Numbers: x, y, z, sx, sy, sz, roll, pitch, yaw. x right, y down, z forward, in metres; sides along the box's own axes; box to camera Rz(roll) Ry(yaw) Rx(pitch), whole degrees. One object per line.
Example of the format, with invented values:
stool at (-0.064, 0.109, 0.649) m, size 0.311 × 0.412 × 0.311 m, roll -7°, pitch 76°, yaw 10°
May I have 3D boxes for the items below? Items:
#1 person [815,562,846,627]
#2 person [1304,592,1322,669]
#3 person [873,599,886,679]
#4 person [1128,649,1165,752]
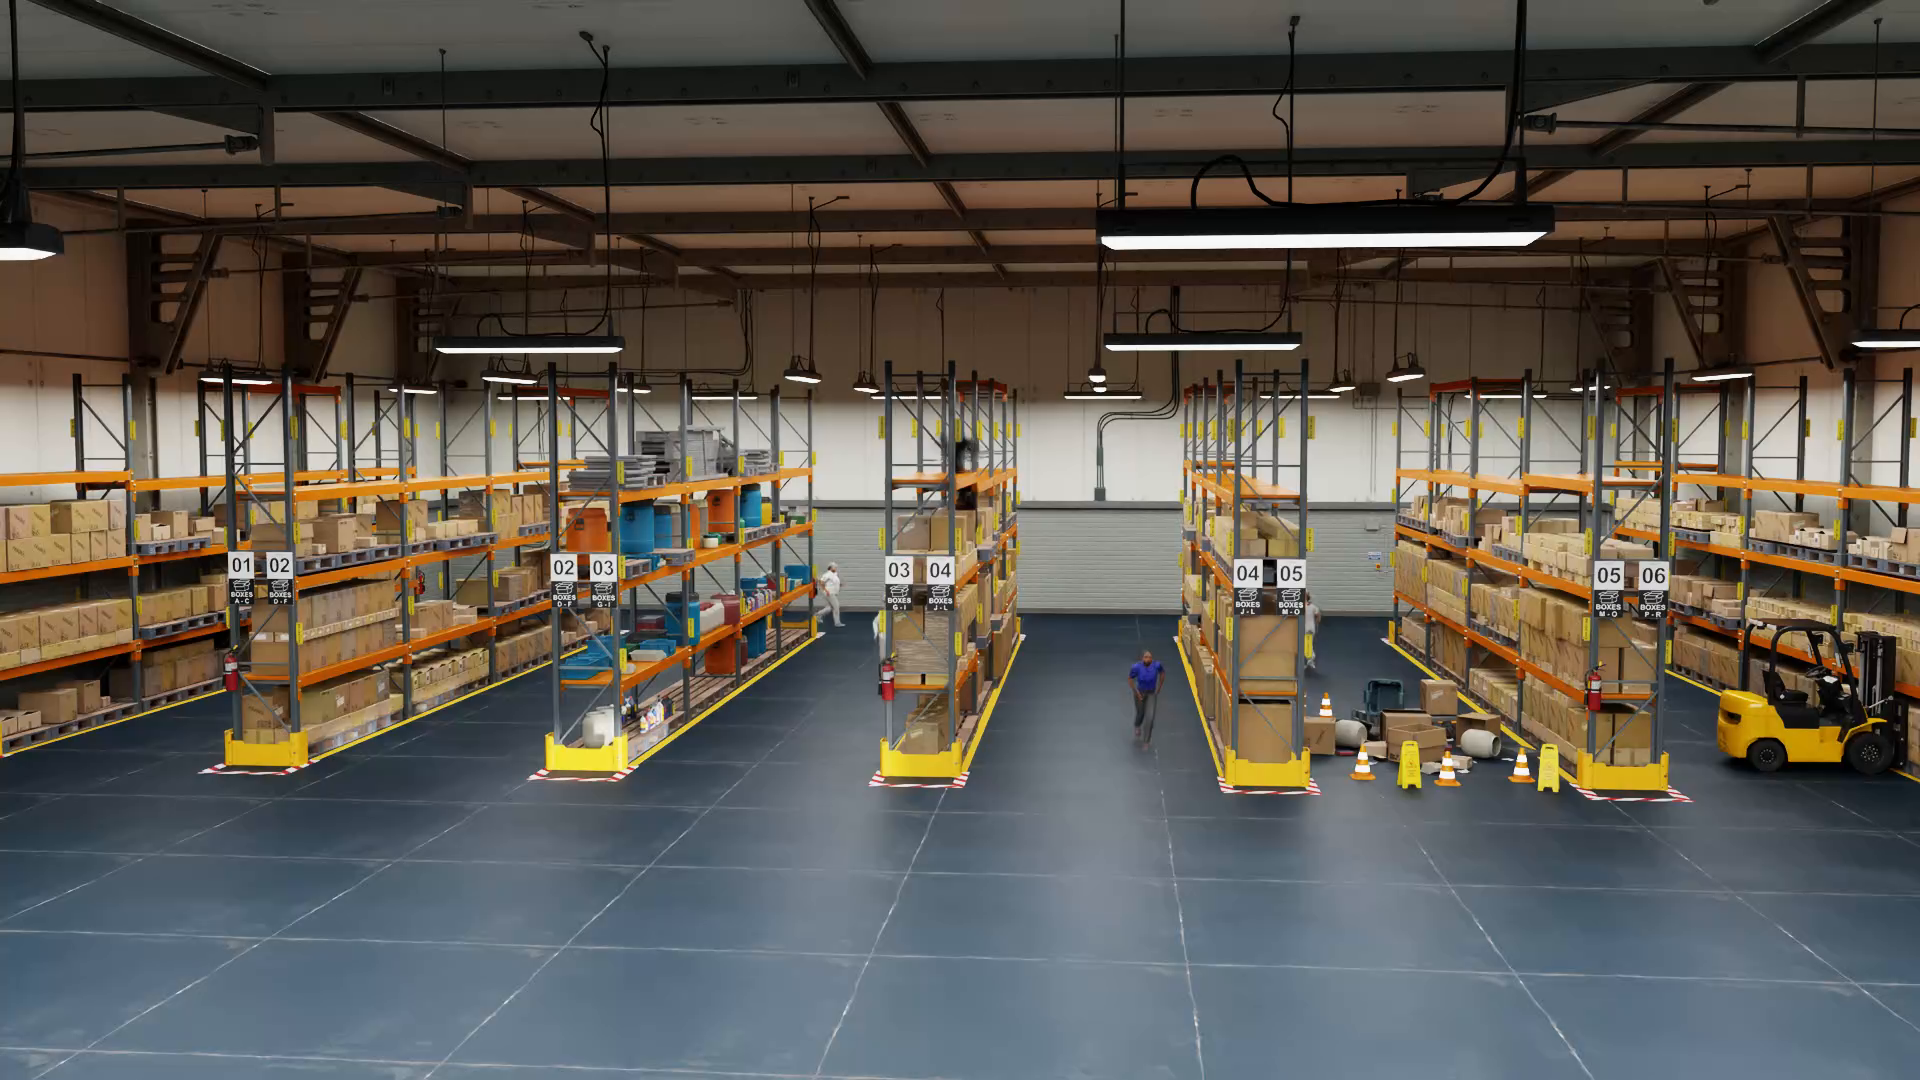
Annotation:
person at (-3.308, 1.383, 42.386) m, size 0.835 × 1.644 × 0.597 m, roll 1°, pitch 4°, yaw 15°
person at (7.317, 1.910, 34.822) m, size 0.604 × 1.616 × 0.587 m, roll -1°, pitch 4°, yaw -12°
person at (-1.434, 1.996, 32.912) m, size 0.582 × 1.717 × 0.694 m, roll 0°, pitch 4°, yaw -2°
person at (2.933, 2.495, 26.409) m, size 0.601 × 1.622 × 0.959 m, roll -1°, pitch 4°, yaw -8°
